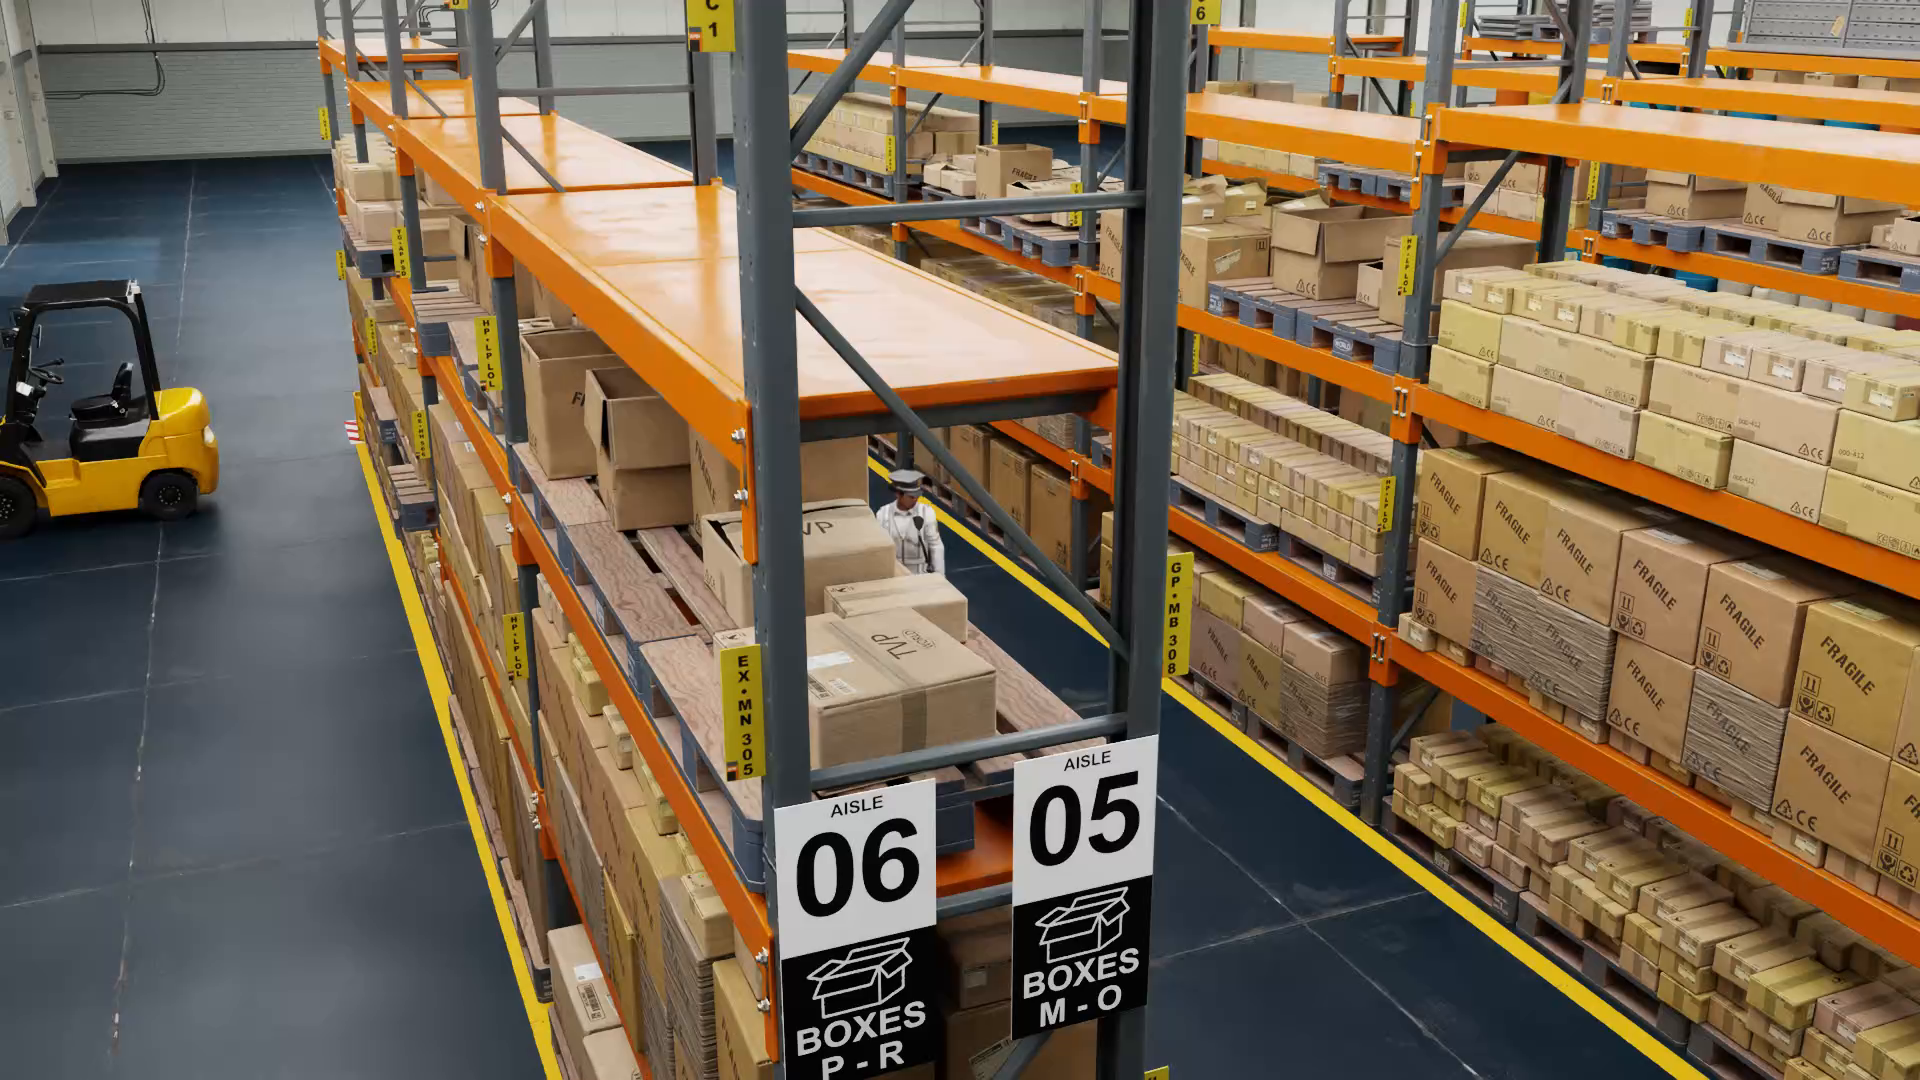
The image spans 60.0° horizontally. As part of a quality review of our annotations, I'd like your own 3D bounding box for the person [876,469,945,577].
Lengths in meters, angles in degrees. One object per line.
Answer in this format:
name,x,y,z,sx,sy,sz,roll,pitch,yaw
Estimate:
person,-0.375,0.290,11.925,0.538,1.659,0.565,3,19,10
